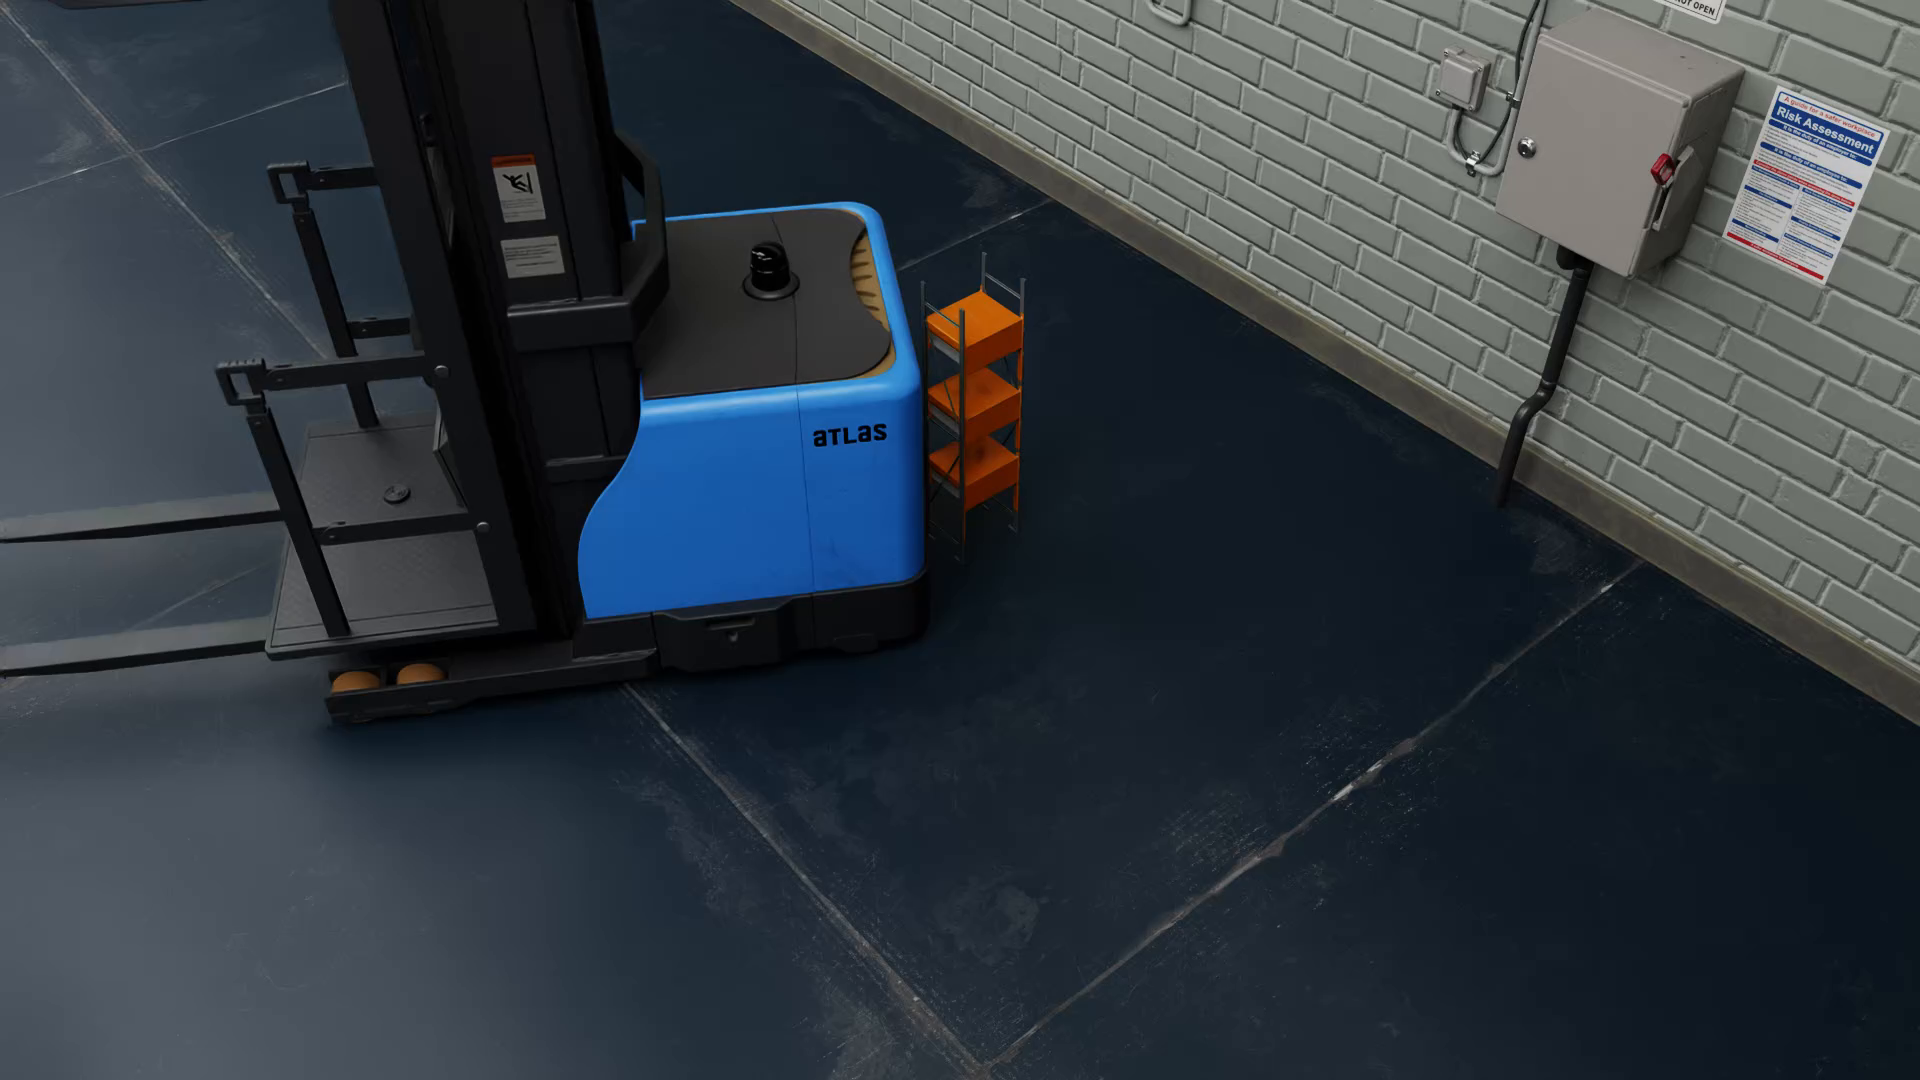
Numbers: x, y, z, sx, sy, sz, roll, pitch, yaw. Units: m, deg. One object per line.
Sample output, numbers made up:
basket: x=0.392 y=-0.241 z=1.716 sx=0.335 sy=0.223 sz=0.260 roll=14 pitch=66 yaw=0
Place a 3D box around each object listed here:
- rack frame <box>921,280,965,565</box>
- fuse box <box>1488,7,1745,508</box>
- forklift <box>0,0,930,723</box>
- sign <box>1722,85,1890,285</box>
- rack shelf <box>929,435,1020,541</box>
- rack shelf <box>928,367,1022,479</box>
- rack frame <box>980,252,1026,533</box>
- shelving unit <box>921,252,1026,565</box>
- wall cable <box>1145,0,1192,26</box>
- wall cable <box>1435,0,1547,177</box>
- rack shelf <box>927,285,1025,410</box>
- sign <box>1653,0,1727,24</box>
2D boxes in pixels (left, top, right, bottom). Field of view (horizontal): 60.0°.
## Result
rack frame: x=-0.053 y=-0.353 z=5.359 sx=0.008 sy=1.050 sz=0.200 roll=-30 pitch=51 yaw=-28
fuse box: x=1.897 y=-0.729 z=5.277 sx=0.414 sy=1.711 sz=0.539 roll=-30 pitch=51 yaw=-28
forklift: x=-1.662 y=-0.895 z=4.562 sx=3.031 sy=2.935 sz=1.130 roll=-7 pitch=44 yaw=-7
sign: x=2.373 y=-0.996 z=4.689 sx=0.001 sy=0.494 sz=0.329 roll=-30 pitch=51 yaw=-28
rack shelf: x=0.041 y=-0.196 z=5.613 sx=0.240 sy=0.259 sz=0.215 roll=-30 pitch=51 yaw=-28
rack shelf: x=0.041 y=-0.398 z=5.423 sx=0.240 sy=0.259 sz=0.215 roll=-30 pitch=51 yaw=-28
rack frame: x=0.135 y=-0.460 z=5.473 sx=0.008 sy=1.050 sz=0.200 roll=-30 pitch=51 yaw=-28
shelving unit: x=0.041 y=-0.406 z=5.416 sx=0.252 sy=1.050 sz=0.215 roll=-30 pitch=51 yaw=-28
wall cable: x=0.661 y=-2.748 z=5.720 sx=0.123 sy=1.953 sz=0.585 roll=-30 pitch=51 yaw=-28
wall cable: x=1.580 y=-1.997 z=4.943 sx=0.122 sy=1.984 sz=0.588 roll=-30 pitch=51 yaw=-28
rack shelf: x=0.041 y=-0.605 z=5.229 sx=0.240 sy=0.259 sz=0.215 roll=-30 pitch=51 yaw=-28
sign: x=2.020 y=-1.620 z=4.681 sx=0.001 sy=0.242 sz=0.339 roll=-30 pitch=51 yaw=-28
